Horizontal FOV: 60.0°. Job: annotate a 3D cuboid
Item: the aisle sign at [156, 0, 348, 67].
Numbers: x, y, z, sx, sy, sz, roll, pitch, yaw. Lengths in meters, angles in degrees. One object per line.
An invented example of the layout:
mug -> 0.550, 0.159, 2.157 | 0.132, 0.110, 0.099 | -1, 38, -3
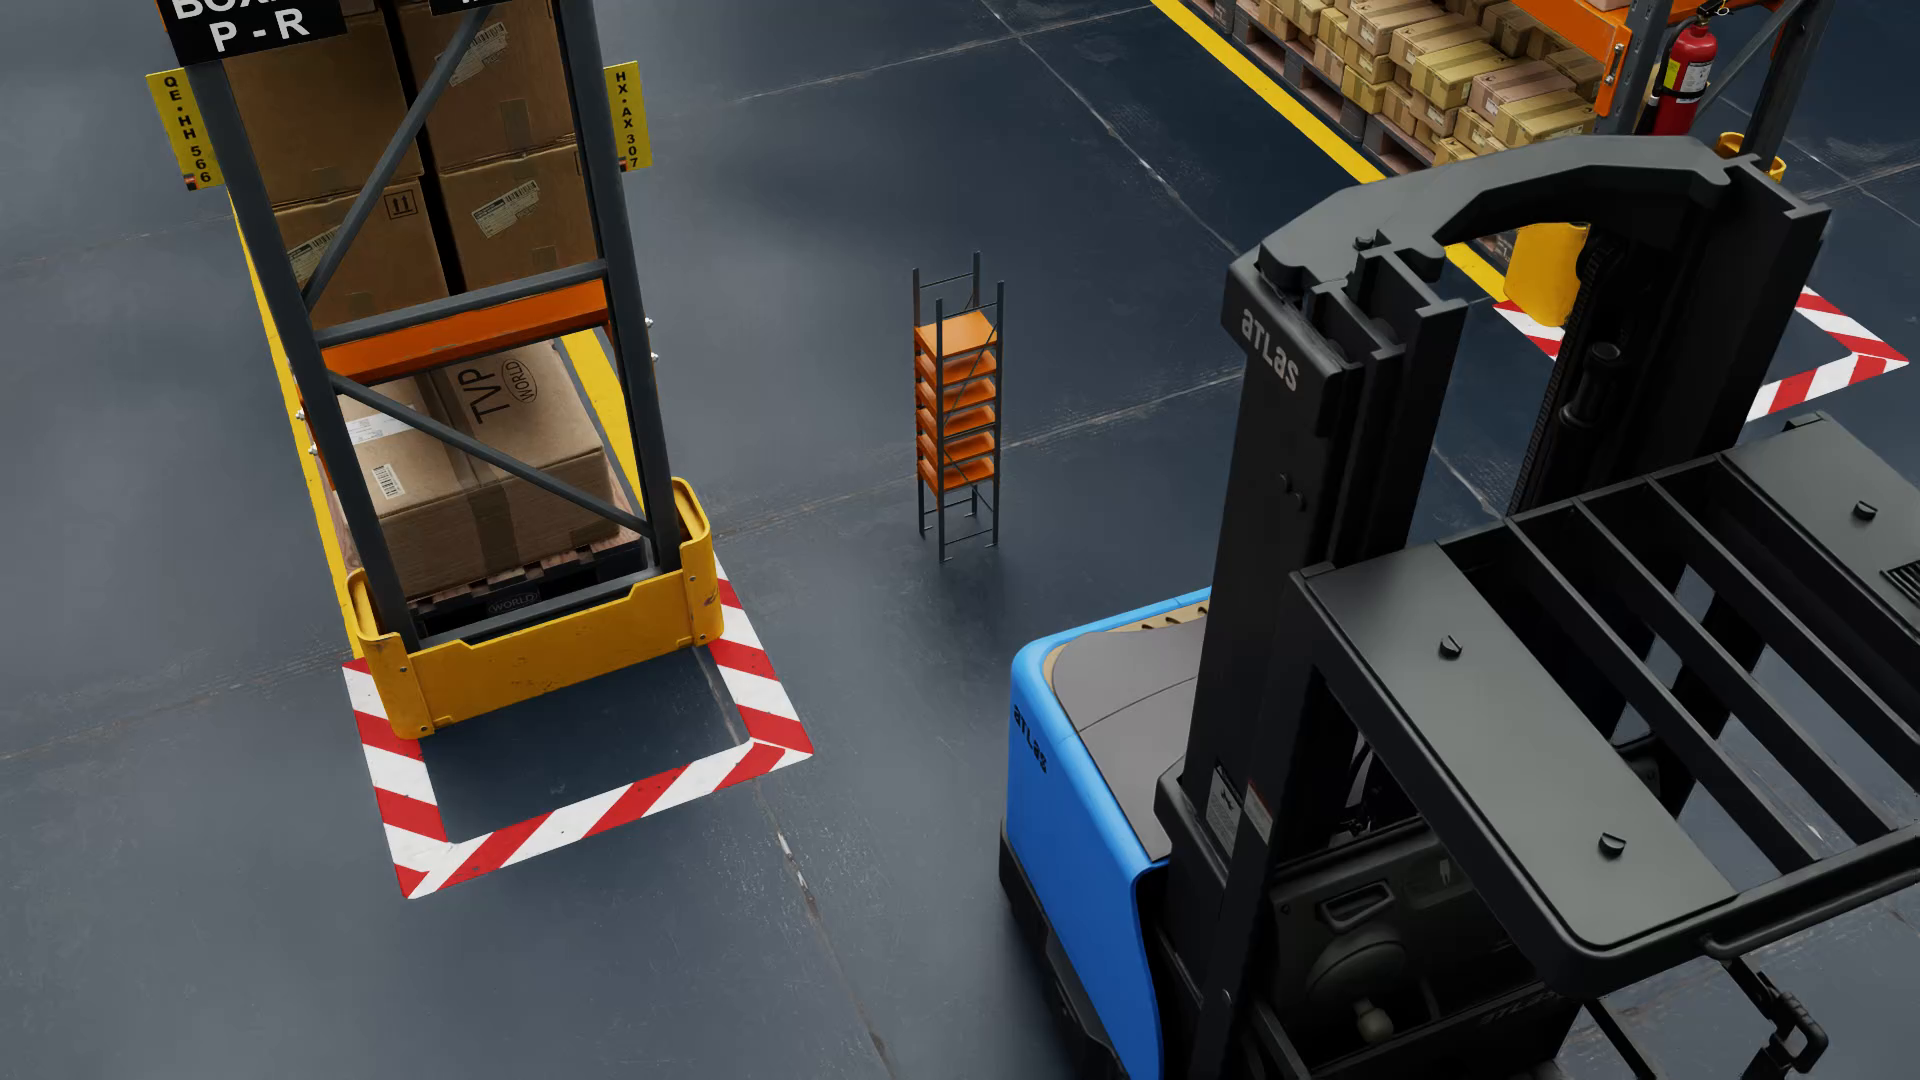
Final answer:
aisle sign -> -1.682, -1.467, 3.750 | 0.394, 0.787, 0.004 | -18, 47, -17

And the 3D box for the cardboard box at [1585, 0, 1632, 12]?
cardboard box -> 2.624, -2.240, 6.563 | 0.380, 0.149, 0.250 | -18, 47, -17

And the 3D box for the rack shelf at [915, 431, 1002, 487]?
rack shelf -> -0.006, -0.319, 5.953 | 0.258, 0.103, 0.180 | -18, 47, -17

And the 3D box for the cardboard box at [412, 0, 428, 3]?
cardboard box -> -1.329, -1.609, 4.500 | 0.380, 0.149, 0.250 | -17, 47, -17

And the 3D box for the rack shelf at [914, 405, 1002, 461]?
rack shelf -> -0.006, -0.405, 5.869 | 0.258, 0.103, 0.180 | -18, 47, -17

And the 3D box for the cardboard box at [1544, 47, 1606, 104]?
cardboard box -> 2.880, -2.126, 7.576 | 0.380, 0.149, 0.250 | -17, 47, -17

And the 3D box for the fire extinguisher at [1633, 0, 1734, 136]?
fire extinguisher -> 2.705, -1.748, 6.206 | 0.296, 0.674, 0.183 | -18, 47, -17

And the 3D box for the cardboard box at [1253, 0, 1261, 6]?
cardboard box -> 1.758, -2.941, 8.826 | 0.380, 0.149, 0.250 | -20, 48, -19

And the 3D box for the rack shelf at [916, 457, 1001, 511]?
rack shelf -> -0.006, -0.234, 6.038 | 0.258, 0.103, 0.180 | -18, 47, -17

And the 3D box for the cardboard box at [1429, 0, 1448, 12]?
cardboard box -> 2.424, -2.674, 8.343 | 0.380, 0.149, 0.250 | -16, 47, -15

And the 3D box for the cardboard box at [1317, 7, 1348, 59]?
cardboard box -> 1.996, -2.523, 8.191 | 0.380, 0.149, 0.250 | -16, 47, -15

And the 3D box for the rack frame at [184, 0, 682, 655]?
rack frame -> -1.431, -0.679, 4.802 | 1.000, 3.000, 0.127 | -18, 47, -17

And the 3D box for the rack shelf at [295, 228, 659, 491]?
rack shelf -> -2.272, -1.697, 6.347 | 1.077, 0.370, 4.000 | -18, 47, -17

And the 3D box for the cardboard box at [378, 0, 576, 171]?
cardboard box -> -1.374, -1.460, 4.811 | 0.500, 0.500, 0.500 | -19, 48, -18

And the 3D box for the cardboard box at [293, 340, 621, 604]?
cardboard box -> -1.799, -0.307, 5.951 | 0.875, 0.438, 0.875 | -20, 48, -19

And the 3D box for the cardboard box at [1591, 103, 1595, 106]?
cardboard box -> 2.966, -2.047, 7.707 | 0.380, 0.149, 0.250 | -18, 47, -18

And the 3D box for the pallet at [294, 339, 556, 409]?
pallet -> -2.347, -0.949, 7.062 | 1.003, 0.211, 1.213 | -18, 47, -17

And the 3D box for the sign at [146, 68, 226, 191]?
sign -> -1.929, -1.024, 4.159 | 0.100, 0.325, 0.005 | -18, 47, -17

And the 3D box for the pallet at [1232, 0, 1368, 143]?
pallet -> 2.167, -2.565, 8.700 | 1.003, 0.211, 1.213 | -18, 47, -17

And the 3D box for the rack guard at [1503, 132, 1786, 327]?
rack guard -> 2.986, -1.364, 7.276 | 1.175, 0.500, 0.348 | -18, 47, -17

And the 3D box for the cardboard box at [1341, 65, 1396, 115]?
cardboard box -> 2.094, -2.239, 8.114 | 0.380, 0.149, 0.250 | -20, 48, -19

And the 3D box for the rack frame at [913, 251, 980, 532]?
rack frame -> -0.045, -0.495, 5.897 | 0.240, 1.200, 0.006 | -18, 47, -17

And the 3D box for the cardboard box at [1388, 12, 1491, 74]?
cardboard box -> 2.236, -2.302, 7.755 | 0.380, 0.149, 0.250 | -20, 48, -19

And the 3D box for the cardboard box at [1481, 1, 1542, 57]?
cardboard box -> 2.711, -2.458, 7.913 | 0.380, 0.149, 0.250 | -20, 48, -19

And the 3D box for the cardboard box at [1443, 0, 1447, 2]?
cardboard box -> 2.534, -2.819, 8.278 | 0.380, 0.149, 0.250 | -17, 47, -17

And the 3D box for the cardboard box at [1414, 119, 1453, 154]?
cardboard box -> 2.374, -1.941, 7.813 | 0.380, 0.149, 0.250 | -18, 47, -18

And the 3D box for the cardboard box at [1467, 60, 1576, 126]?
cardboard box -> 2.512, -1.991, 7.440 | 0.380, 0.149, 0.250 | -17, 47, -17

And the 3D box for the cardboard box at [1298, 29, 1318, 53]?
cardboard box -> 1.959, -2.602, 8.482 | 0.380, 0.149, 0.250 | -17, 47, -16

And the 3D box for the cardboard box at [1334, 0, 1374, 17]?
cardboard box -> 2.062, -2.658, 8.115 | 0.380, 0.149, 0.250 | -20, 48, -19

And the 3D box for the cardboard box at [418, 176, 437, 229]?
cardboard box -> -1.610, -1.419, 5.482 | 0.500, 0.500, 0.500 | -19, 48, -18

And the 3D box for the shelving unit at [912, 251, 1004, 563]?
shelving unit -> -0.006, -0.436, 5.838 | 0.258, 1.200, 0.189 | -18, 47, -17

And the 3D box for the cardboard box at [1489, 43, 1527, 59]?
cardboard box -> 2.774, -2.372, 8.037 | 0.380, 0.149, 0.250 | -17, 47, -16

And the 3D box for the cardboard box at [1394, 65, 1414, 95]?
cardboard box -> 2.297, -2.230, 7.893 | 0.380, 0.149, 0.250 | -19, 48, -18

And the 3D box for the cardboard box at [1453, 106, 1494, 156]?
cardboard box -> 2.476, -1.880, 7.539 | 0.380, 0.149, 0.250 | -19, 48, -18

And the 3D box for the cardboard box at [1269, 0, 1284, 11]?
cardboard box -> 1.775, -2.855, 8.527 | 0.380, 0.149, 0.250 | -18, 48, -18

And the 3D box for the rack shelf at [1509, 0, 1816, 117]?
rack shelf -> 2.177, -3.224, 7.894 | 1.077, 0.370, 4.000 | -18, 47, -17

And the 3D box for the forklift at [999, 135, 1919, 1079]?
forklift -> 1.140, 0.840, 3.312 | 1.130, 2.935, 3.031 | -16, 47, -15
